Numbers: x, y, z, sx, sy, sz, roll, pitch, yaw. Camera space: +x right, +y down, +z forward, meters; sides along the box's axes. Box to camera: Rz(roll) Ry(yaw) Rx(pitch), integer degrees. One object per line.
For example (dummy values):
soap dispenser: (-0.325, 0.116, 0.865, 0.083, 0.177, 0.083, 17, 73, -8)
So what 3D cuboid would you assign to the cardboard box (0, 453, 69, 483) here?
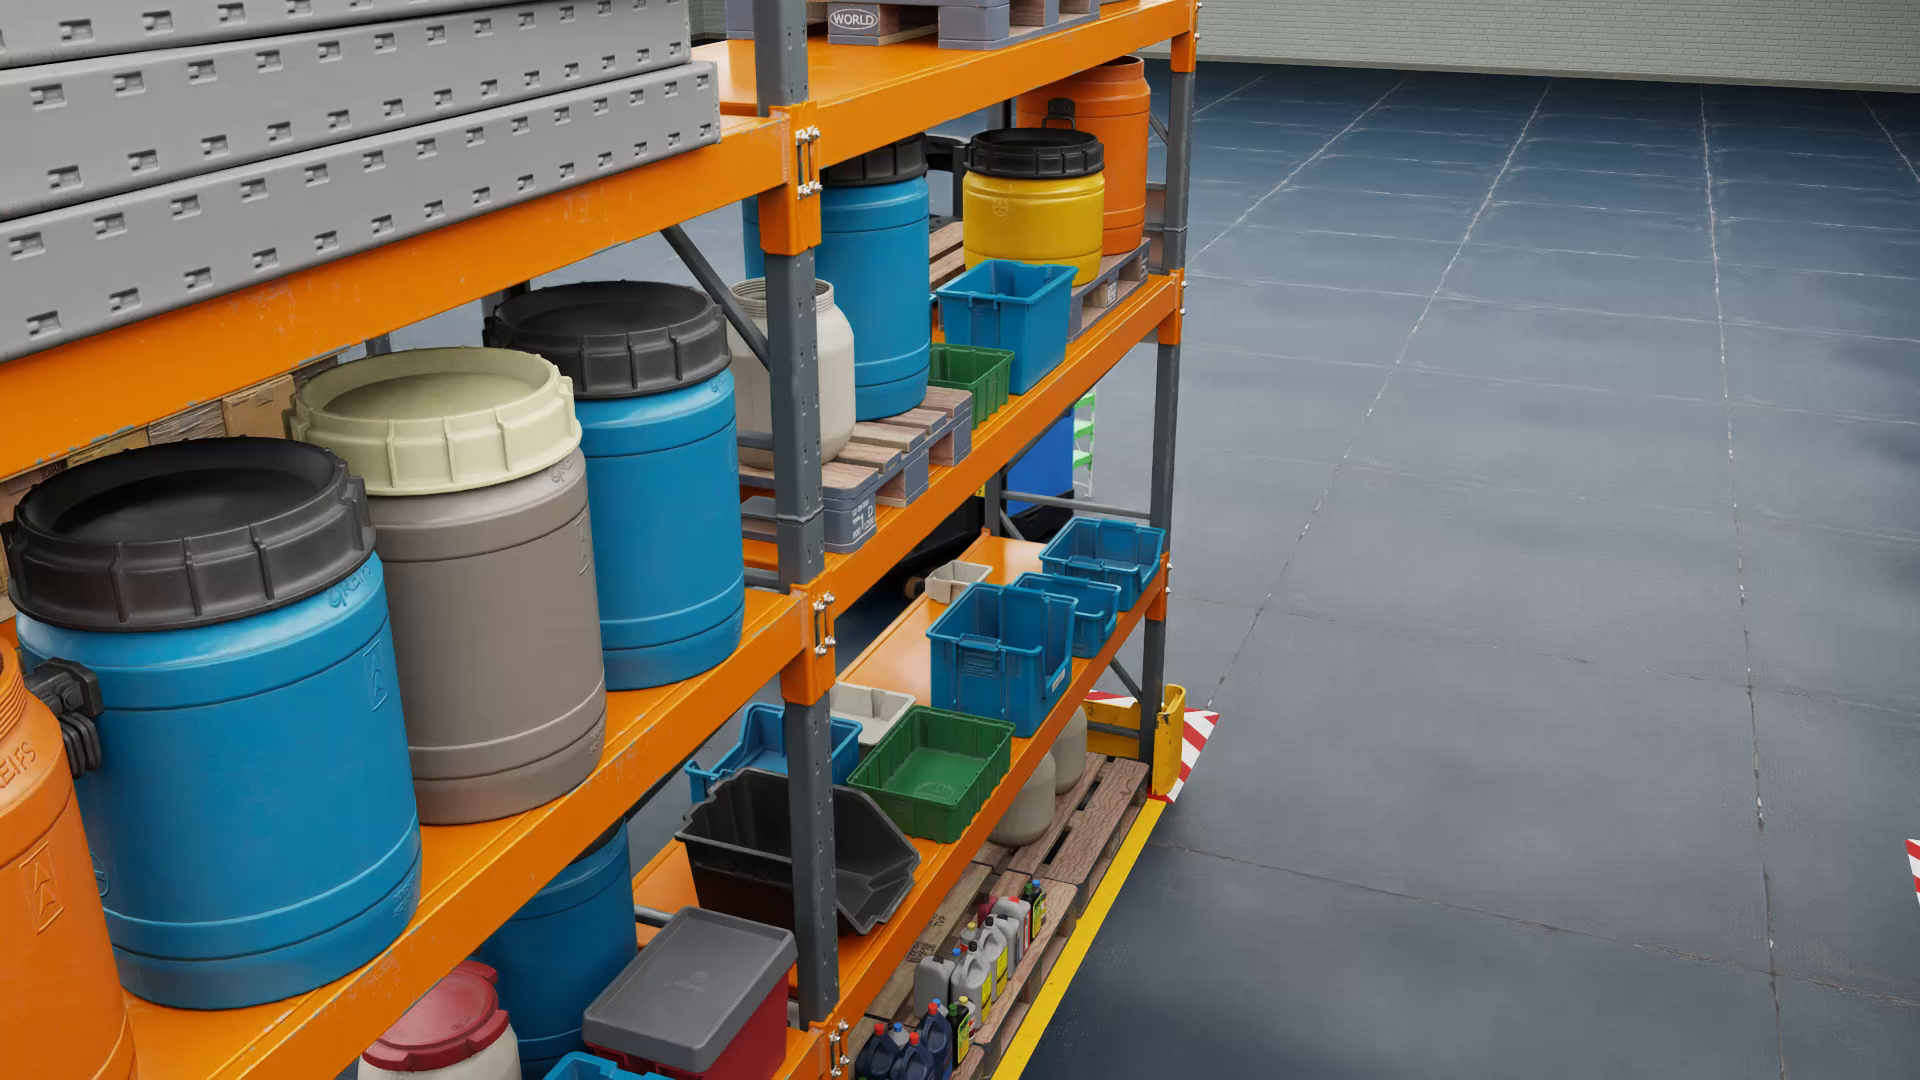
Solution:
cardboard box: (-4.693, -0.583, 7.942, 0.500, 0.500, 0.500, 9, 24, 20)

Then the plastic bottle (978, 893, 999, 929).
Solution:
plastic bottle: (0.124, 1.663, 7.329, 0.061, 0.283, 0.133, 9, 24, 20)

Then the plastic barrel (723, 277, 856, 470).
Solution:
plastic barrel: (-0.526, -0.502, 4.979, 0.421, 0.512, 0.421, 0, 23, 0)

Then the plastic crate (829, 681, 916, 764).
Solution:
plastic crate: (-0.500, 0.758, 6.887, 0.530, 0.136, 0.437, 9, 24, 20)

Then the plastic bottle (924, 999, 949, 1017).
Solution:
plastic bottle: (-0.093, 1.954, 6.649, 0.097, 0.271, 0.097, 0, 23, 0)

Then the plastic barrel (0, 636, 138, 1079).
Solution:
plastic barrel: (-1.605, 0.606, 2.460, 0.600, 0.830, 0.708, 9, 24, 20)

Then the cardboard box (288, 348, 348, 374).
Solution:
cardboard box: (-3.956, -1.300, 9.657, 0.500, 0.500, 0.500, 9, 24, 20)

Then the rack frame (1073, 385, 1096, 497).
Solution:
rack frame: (0.939, -0.925, 12.908, 0.240, 1.200, 0.015, 17, 27, 35)

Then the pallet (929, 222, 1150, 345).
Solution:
pallet: (0.219, -1.193, 7.568, 1.003, 0.211, 1.213, 9, 24, 20)

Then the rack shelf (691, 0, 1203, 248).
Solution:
rack shelf: (-0.125, -1.714, 6.131, 1.077, 0.370, 4.000, 9, 24, 20)

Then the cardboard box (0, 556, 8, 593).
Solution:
cardboard box: (-5.024, 0.035, 7.759, 0.875, 0.500, 0.500, 9, 24, 20)

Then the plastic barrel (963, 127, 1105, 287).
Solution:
plastic barrel: (0.312, -1.417, 7.069, 0.600, 0.588, 0.600, 0, 23, 0)

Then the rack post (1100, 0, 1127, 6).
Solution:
rack post: (0.219, -2.463, 7.121, 0.937, 0.300, 0.954, 12, 25, 26)

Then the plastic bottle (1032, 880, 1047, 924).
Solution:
plastic bottle: (0.342, 1.630, 7.516, 0.097, 0.201, 0.097, 0, 23, 0)

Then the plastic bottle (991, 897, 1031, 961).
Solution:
plastic bottle: (0.223, 1.682, 7.295, 0.152, 0.276, 0.135, 9, 24, 20)

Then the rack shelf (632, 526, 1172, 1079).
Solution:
rack shelf: (-0.125, 0.870, 7.210, 1.077, 0.370, 4.000, 9, 24, 20)

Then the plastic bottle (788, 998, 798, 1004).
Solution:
plastic bottle: (-0.705, 1.817, 6.875, 0.144, 0.351, 0.185, 9, 24, 20)

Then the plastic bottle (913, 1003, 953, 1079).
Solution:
plastic bottle: (-0.113, 1.976, 6.495, 0.144, 0.351, 0.185, 8, 24, 18)

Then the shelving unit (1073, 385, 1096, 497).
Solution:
shelving unit: (0.787, -0.857, 12.730, 0.258, 1.200, 0.503, 17, 27, 35)

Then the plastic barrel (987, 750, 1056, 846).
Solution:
plastic barrel: (0.258, 1.202, 8.164, 0.421, 0.512, 0.421, 0, 23, 0)

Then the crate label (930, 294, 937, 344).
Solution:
crate label: (-0.385, -0.871, 6.745, 0.502, 0.251, 0.408, 9, 24, 20)

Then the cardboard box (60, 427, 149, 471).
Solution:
cardboard box: (-4.708, -0.332, 8.637, 0.875, 0.500, 0.500, 9, 24, 20)

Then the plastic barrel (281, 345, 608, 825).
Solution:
plastic barrel: (-1.099, 0.085, 3.613, 0.600, 0.901, 0.600, 0, 23, 0)

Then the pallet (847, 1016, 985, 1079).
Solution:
pallet: (-0.580, 2.306, 6.456, 1.003, 0.211, 1.213, 9, 24, 20)

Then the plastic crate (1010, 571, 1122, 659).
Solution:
plastic crate: (0.463, 0.344, 7.728, 0.499, 0.251, 0.408, 9, 24, 20)

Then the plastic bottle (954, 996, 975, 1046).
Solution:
plastic bottle: (0.014, 1.947, 6.758, 0.097, 0.201, 0.097, 0, 23, 0)

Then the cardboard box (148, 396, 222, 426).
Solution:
cardboard box: (-4.324, -0.941, 8.799, 0.500, 0.500, 0.500, 9, 24, 20)

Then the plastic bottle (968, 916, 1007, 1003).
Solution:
plastic bottle: (0.114, 1.757, 7.018, 0.144, 0.351, 0.185, 10, 25, 22)

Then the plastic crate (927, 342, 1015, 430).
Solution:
plastic crate: (-0.029, -0.559, 6.079, 0.336, 0.188, 0.450, 9, 24, 20)

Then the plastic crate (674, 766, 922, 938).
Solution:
plastic crate: (-0.556, 1.113, 5.775, 0.767, 0.338, 0.504, 9, 24, 20)

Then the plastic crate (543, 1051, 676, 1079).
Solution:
plastic crate: (-0.989, 1.700, 4.309, 0.392, 0.384, 0.575, 9, 24, 20)

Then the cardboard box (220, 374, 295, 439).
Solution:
cardboard box: (-4.285, -0.682, 9.474, 0.875, 0.500, 0.500, 9, 24, 20)

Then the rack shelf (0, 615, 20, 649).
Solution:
rack shelf: (-4.724, 0.160, 8.908, 1.077, 0.370, 4.000, 9, 24, 20)

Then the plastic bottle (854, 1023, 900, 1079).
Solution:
plastic bottle: (-0.317, 2.022, 6.382, 0.144, 0.351, 0.185, 9, 24, 20)

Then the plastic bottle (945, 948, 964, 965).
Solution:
plastic bottle: (-0.014, 1.824, 7.051, 0.097, 0.201, 0.097, 0, 23, 0)

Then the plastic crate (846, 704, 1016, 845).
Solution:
plastic crate: (-0.102, 0.906, 6.465, 0.450, 0.188, 0.662, 9, 24, 20)

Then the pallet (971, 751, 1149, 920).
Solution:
pallet: (0.326, 1.432, 8.547, 1.003, 0.211, 1.213, 9, 24, 20)

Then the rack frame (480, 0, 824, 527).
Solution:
rack frame: (-0.868, -1.515, 4.202, 1.000, 3.000, 0.127, 9, 24, 20)

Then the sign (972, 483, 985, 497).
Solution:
sign: (0.108, -0.386, 8.924, 0.100, 0.325, 0.005, 9, 24, 20)

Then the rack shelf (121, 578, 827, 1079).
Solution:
rack shelf: (-1.611, 0.917, 3.205, 1.077, 0.370, 4.000, 9, 24, 20)

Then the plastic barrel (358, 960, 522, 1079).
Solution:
plastic barrel: (-1.427, 1.502, 4.587, 0.433, 0.535, 0.433, 0, 23, 0)

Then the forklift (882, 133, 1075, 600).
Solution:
forklift: (-0.487, -1.156, 11.214, 1.130, 2.935, 3.031, 18, 29, 37)

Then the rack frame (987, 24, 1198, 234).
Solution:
rack frame: (0.617, -2.946, 7.628, 1.000, 3.000, 0.127, 9, 24, 20)

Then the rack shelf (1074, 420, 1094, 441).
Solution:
rack shelf: (0.786, -0.797, 12.753, 0.258, 0.148, 0.480, 17, 27, 35)
